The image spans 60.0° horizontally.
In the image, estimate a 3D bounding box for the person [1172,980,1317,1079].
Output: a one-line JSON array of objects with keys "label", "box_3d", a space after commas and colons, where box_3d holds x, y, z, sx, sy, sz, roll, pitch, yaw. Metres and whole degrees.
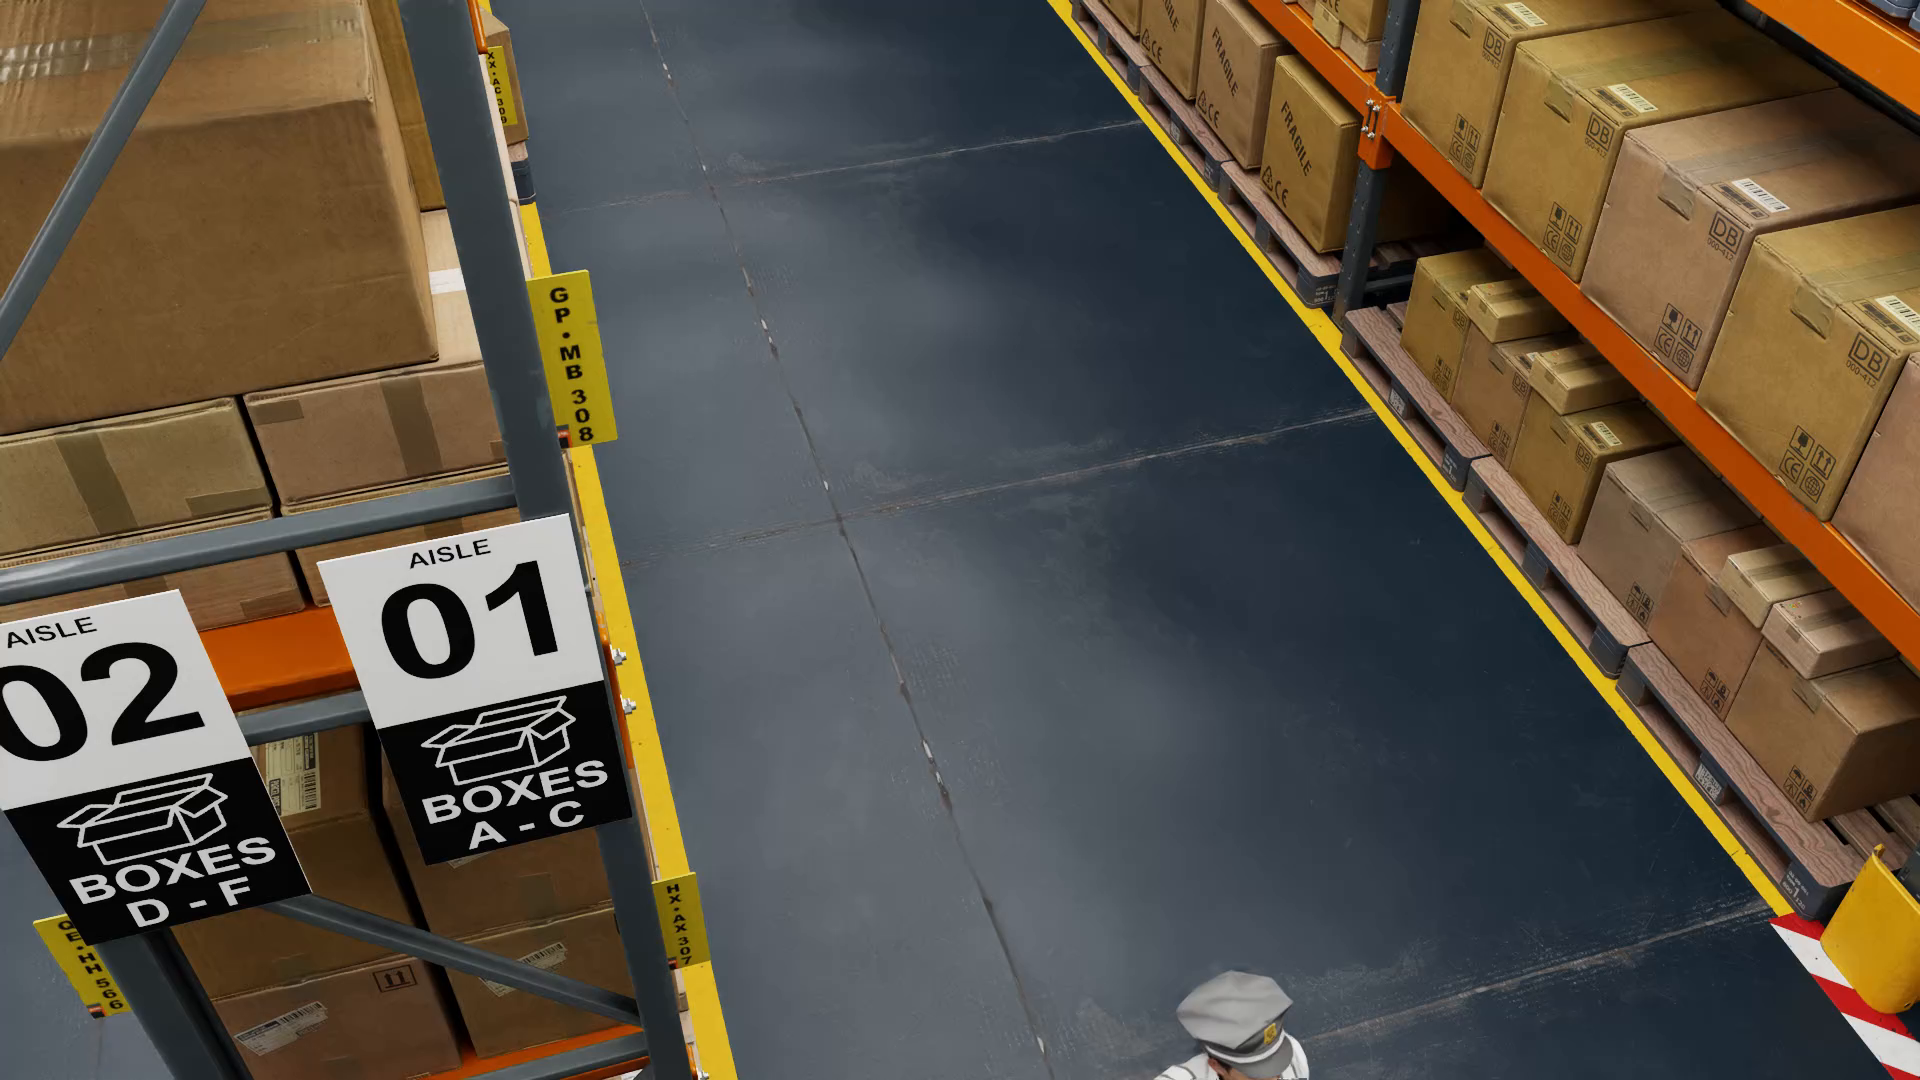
[{"label": "person", "box_3d": [0.697, 1.716, 4.231, 0.505, 1.703, 0.432, -19, 46, -19]}]
